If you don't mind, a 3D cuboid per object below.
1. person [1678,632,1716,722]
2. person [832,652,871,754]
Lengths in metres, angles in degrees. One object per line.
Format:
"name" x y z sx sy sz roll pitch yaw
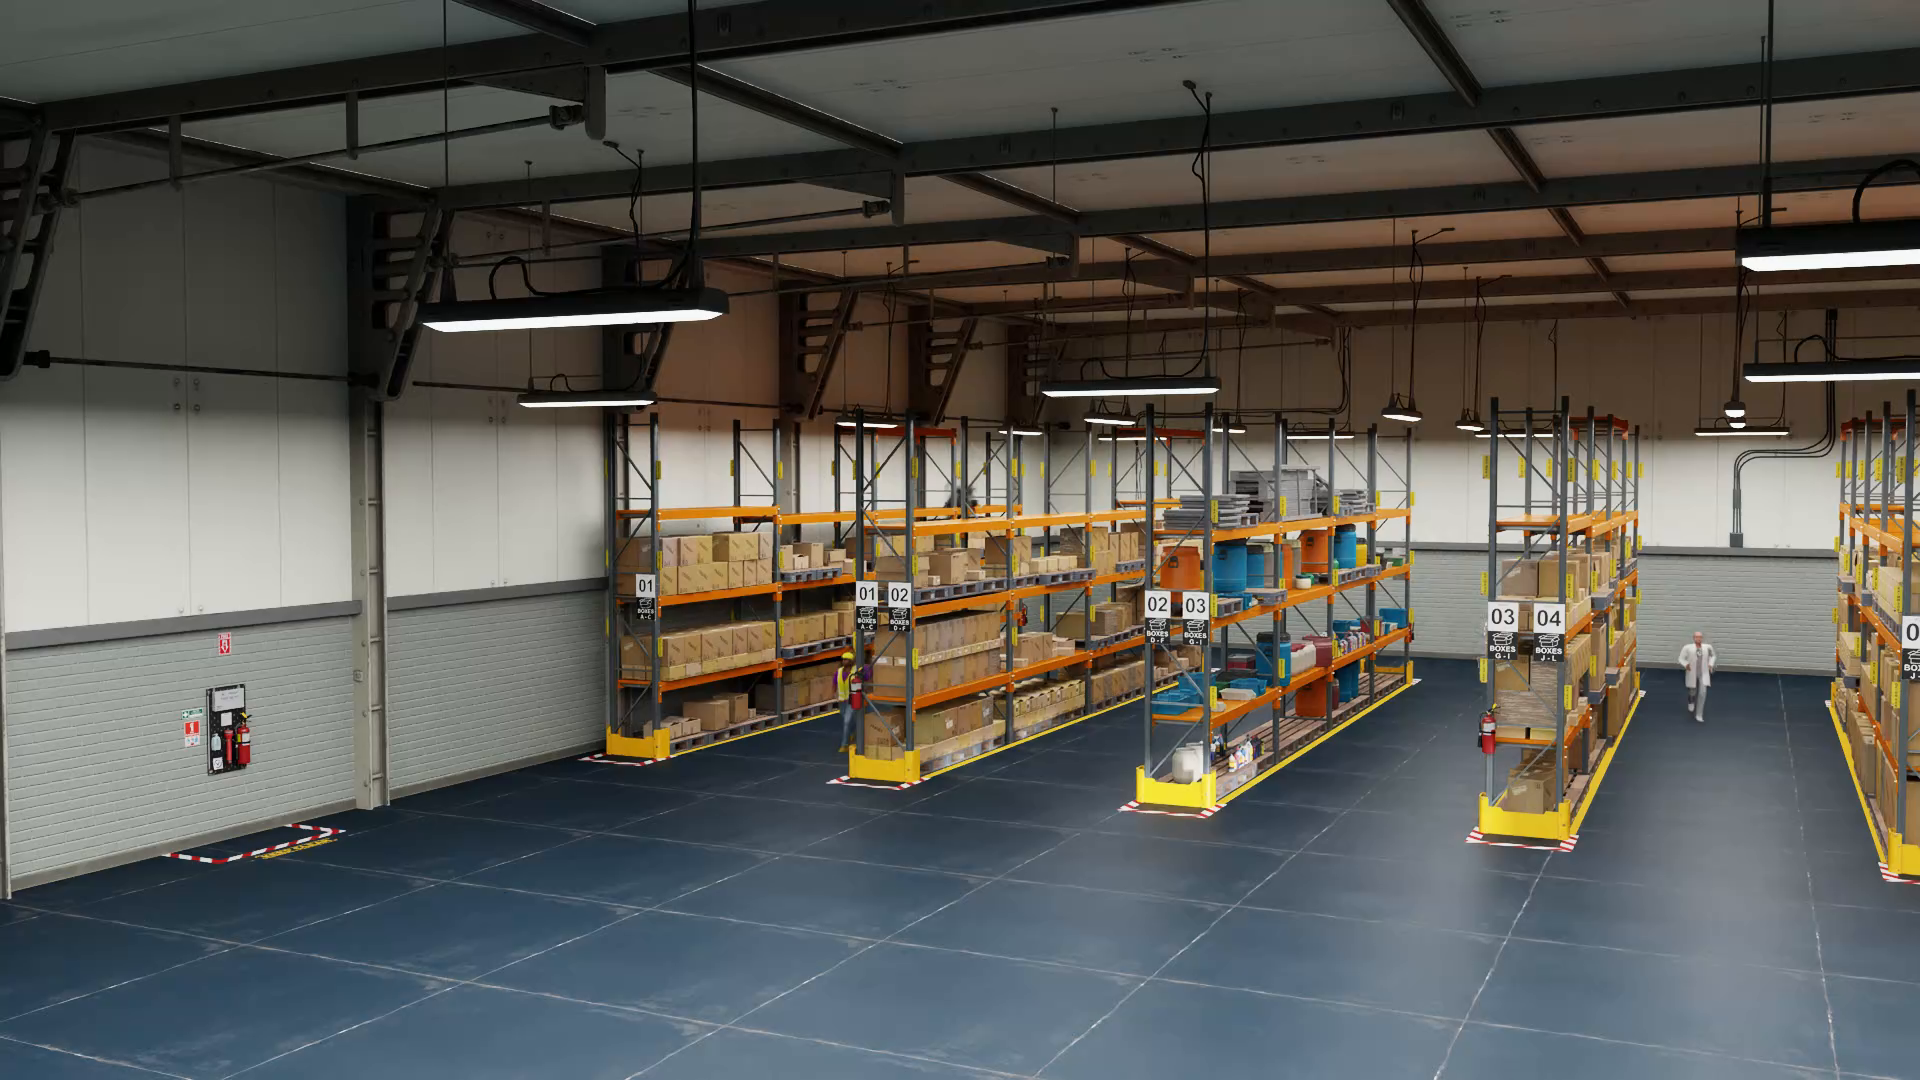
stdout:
"person" 14.818 2.728 33.411 0.710 1.775 0.941 1 2 16
"person" -1.956 2.879 29.700 0.709 1.766 0.934 1 3 25
